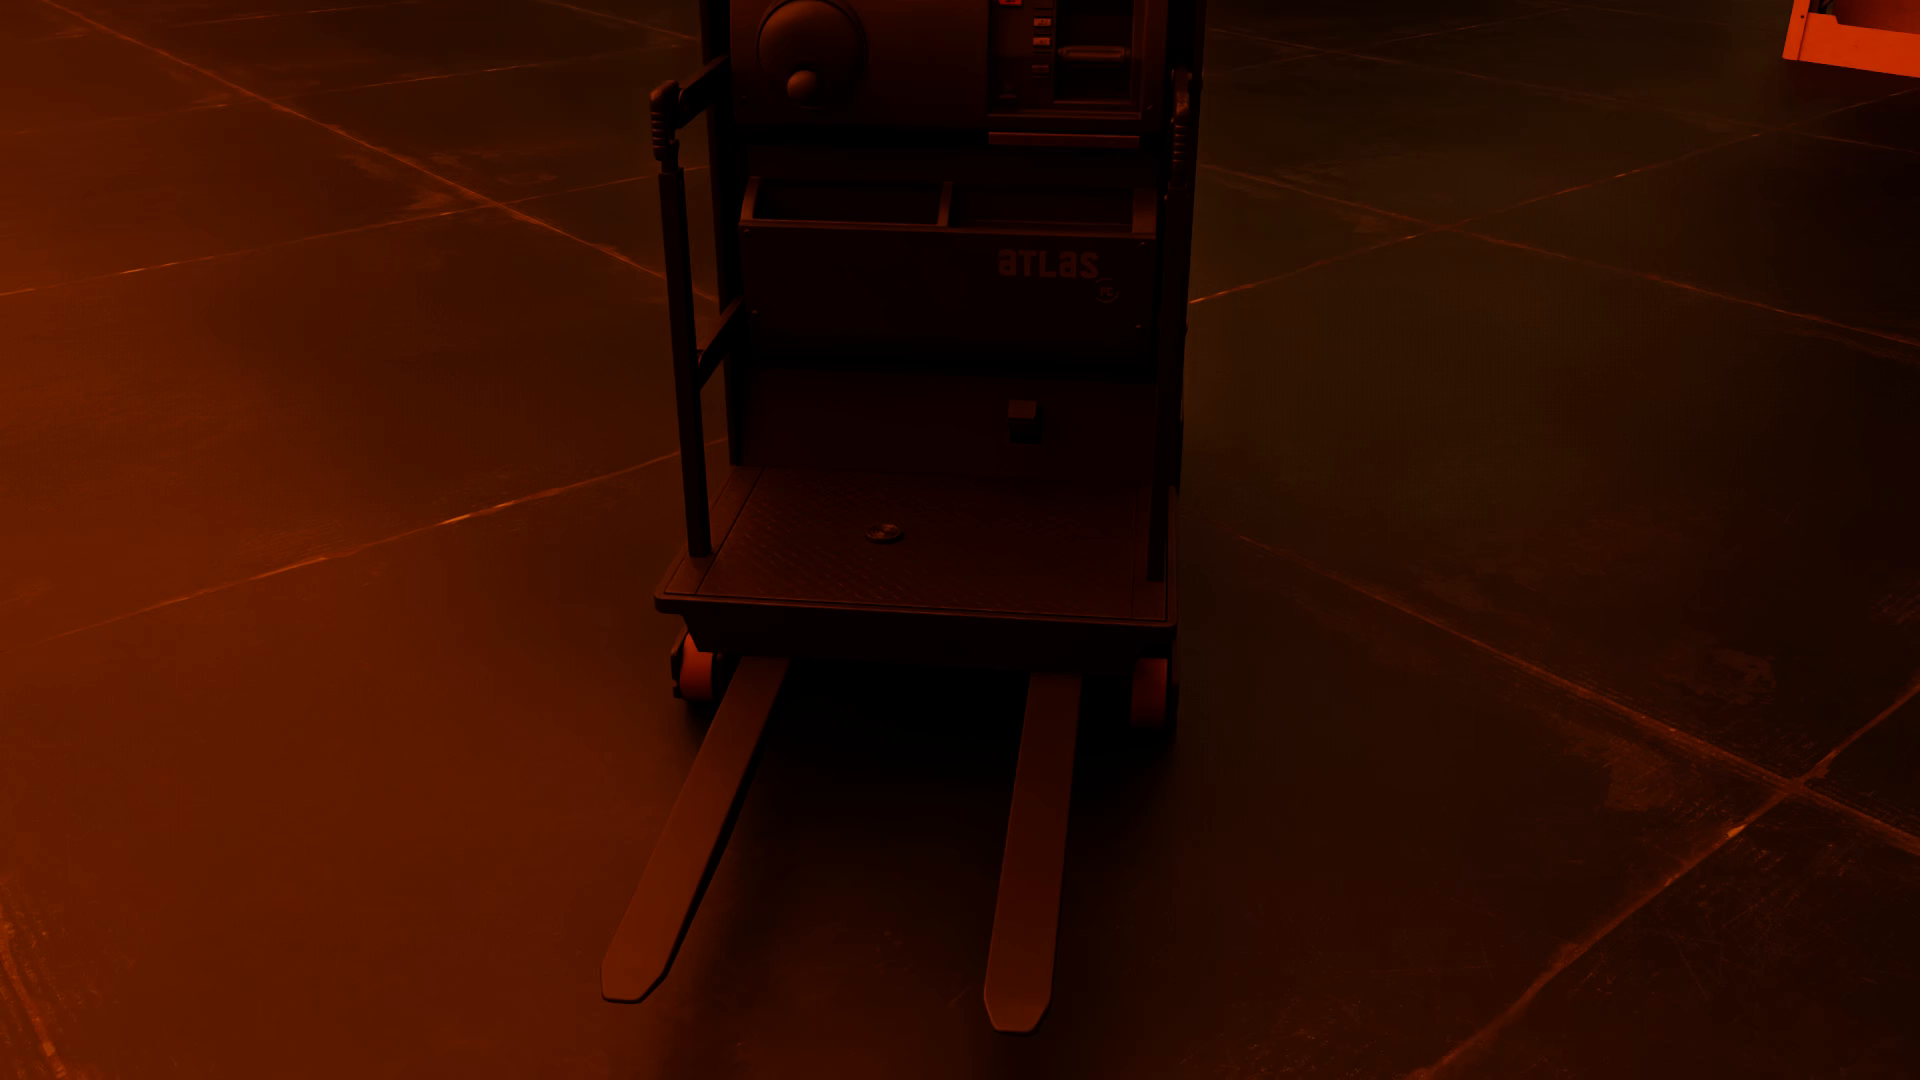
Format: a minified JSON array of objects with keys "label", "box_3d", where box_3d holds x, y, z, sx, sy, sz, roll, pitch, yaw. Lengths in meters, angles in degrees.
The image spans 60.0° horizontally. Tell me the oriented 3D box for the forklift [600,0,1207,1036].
[{"label":"forklift","box_3d":[-0.048,-1.056,3.331,1.130,2.935,3.031,3,27,6]}]
